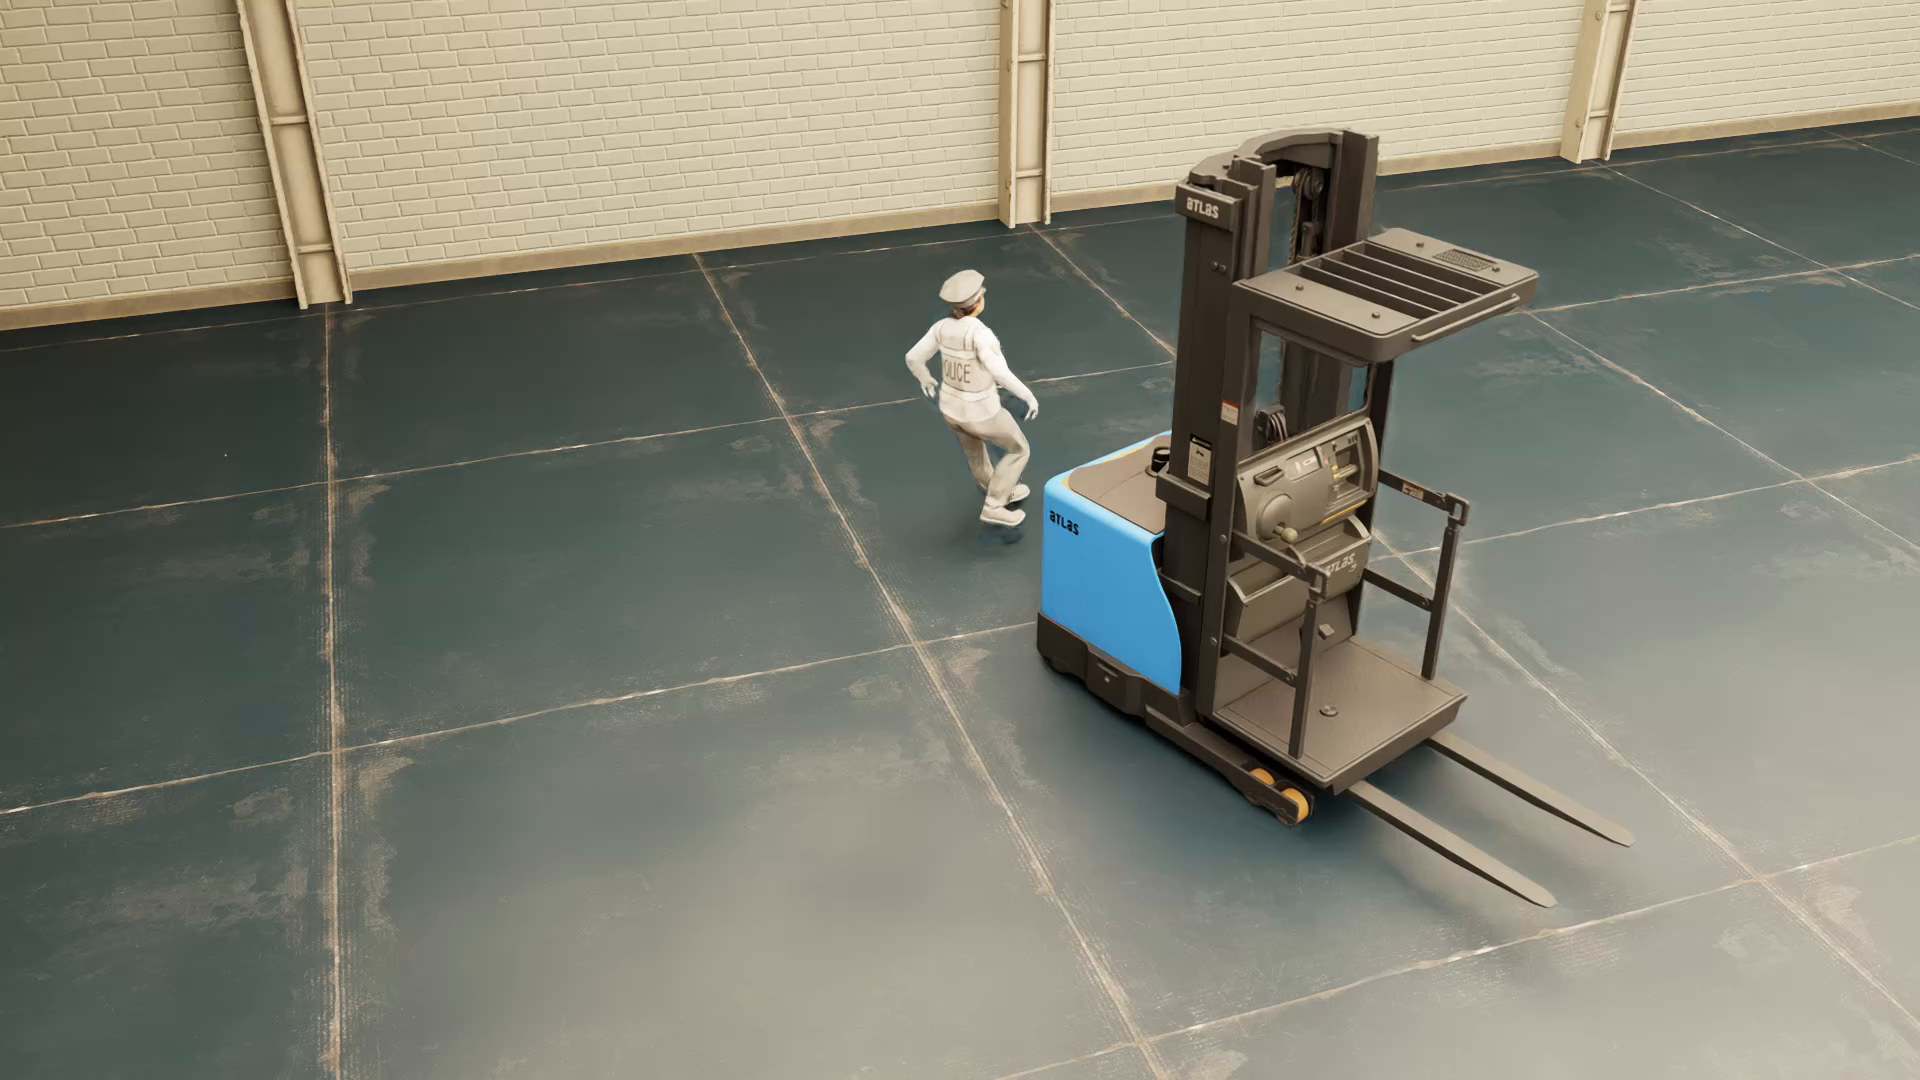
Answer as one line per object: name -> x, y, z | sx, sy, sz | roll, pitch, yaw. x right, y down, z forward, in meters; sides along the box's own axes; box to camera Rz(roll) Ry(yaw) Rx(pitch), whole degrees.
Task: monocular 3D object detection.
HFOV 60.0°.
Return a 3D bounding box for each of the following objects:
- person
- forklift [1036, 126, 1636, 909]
person -> 0.194, -0.839, 9.782 | 0.761, 1.620, 0.834 | -25, 38, -37
forklift -> 1.738, -0.232, 7.490 | 1.130, 2.935, 3.031 | -23, 37, -34
